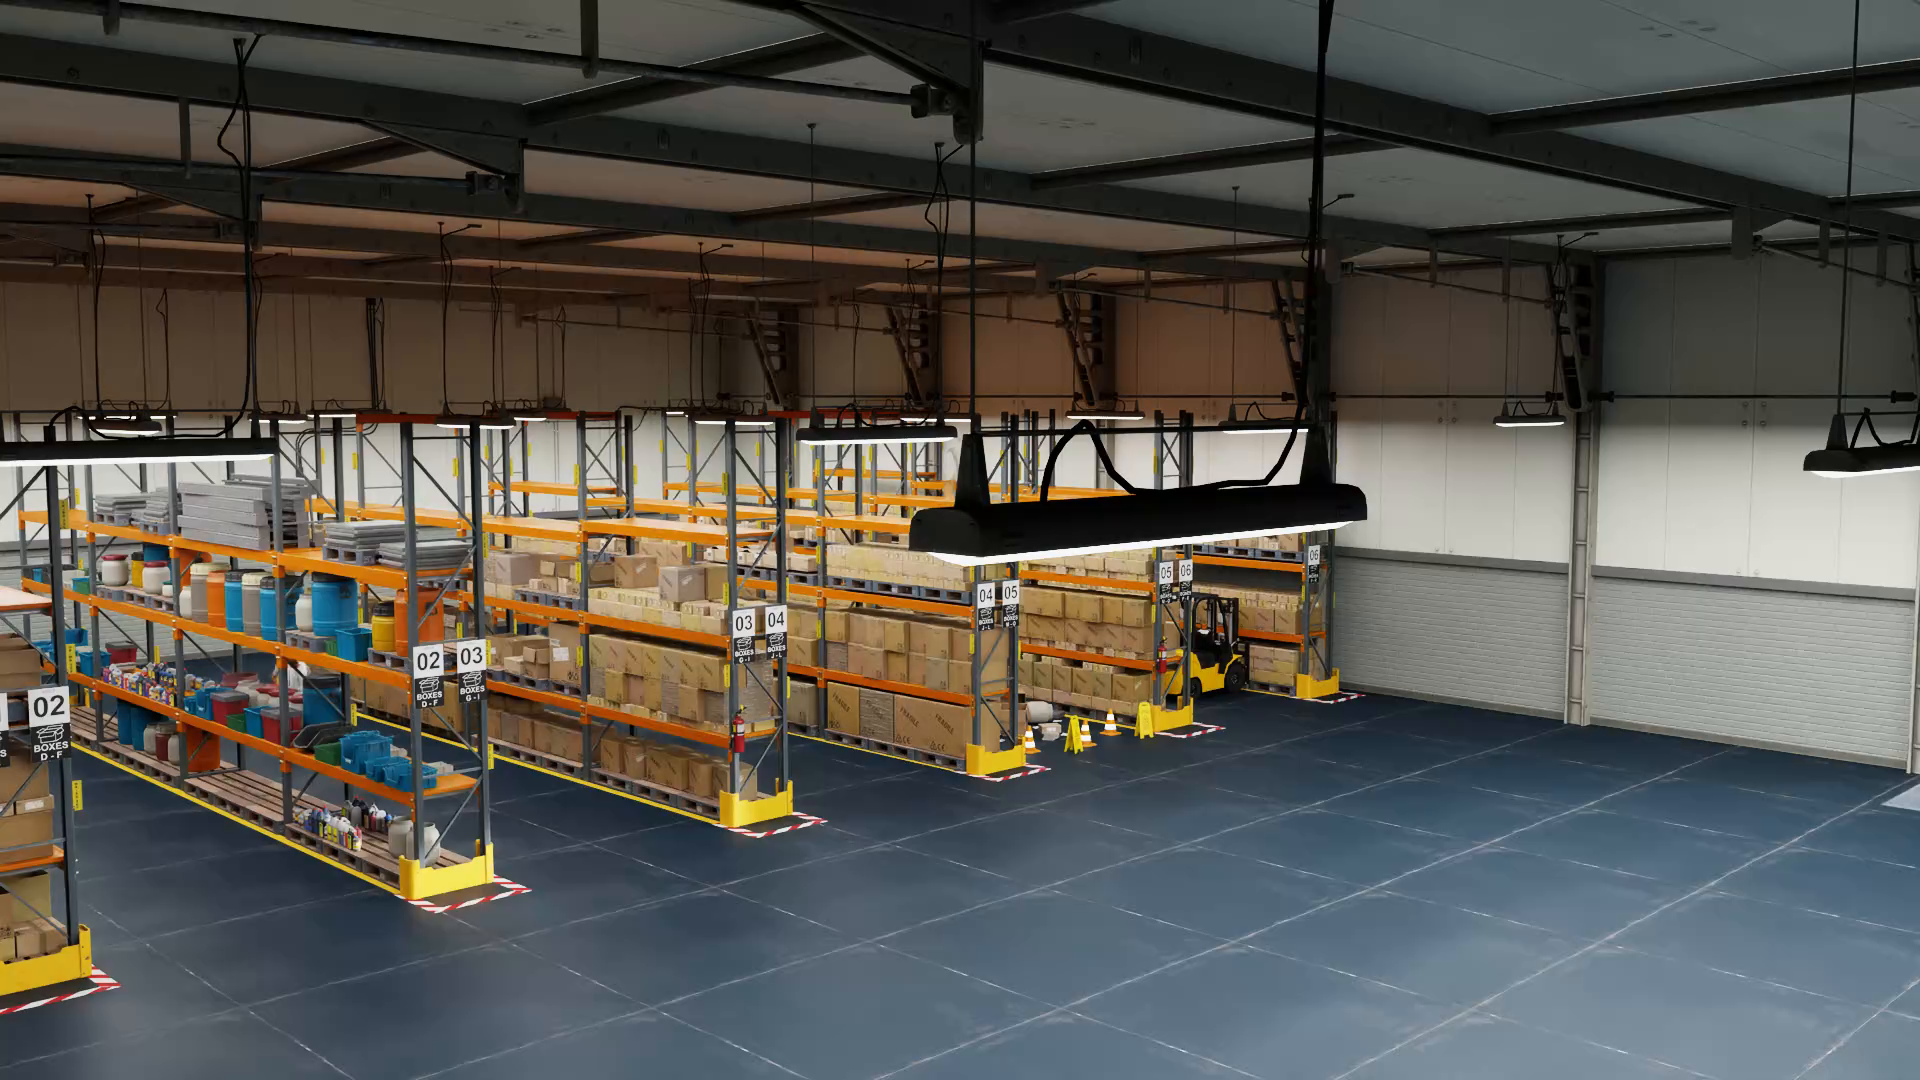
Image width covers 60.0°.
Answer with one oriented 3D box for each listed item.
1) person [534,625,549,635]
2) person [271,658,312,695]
[{"bbox_3d":[-10.158,1.953,40.844,0.869,1.684,0.602,1,5,8],"label":"person"},{"bbox_3d":[-11.968,2.847,29.944,0.836,1.840,0.652,3,6,34],"label":"person"}]
